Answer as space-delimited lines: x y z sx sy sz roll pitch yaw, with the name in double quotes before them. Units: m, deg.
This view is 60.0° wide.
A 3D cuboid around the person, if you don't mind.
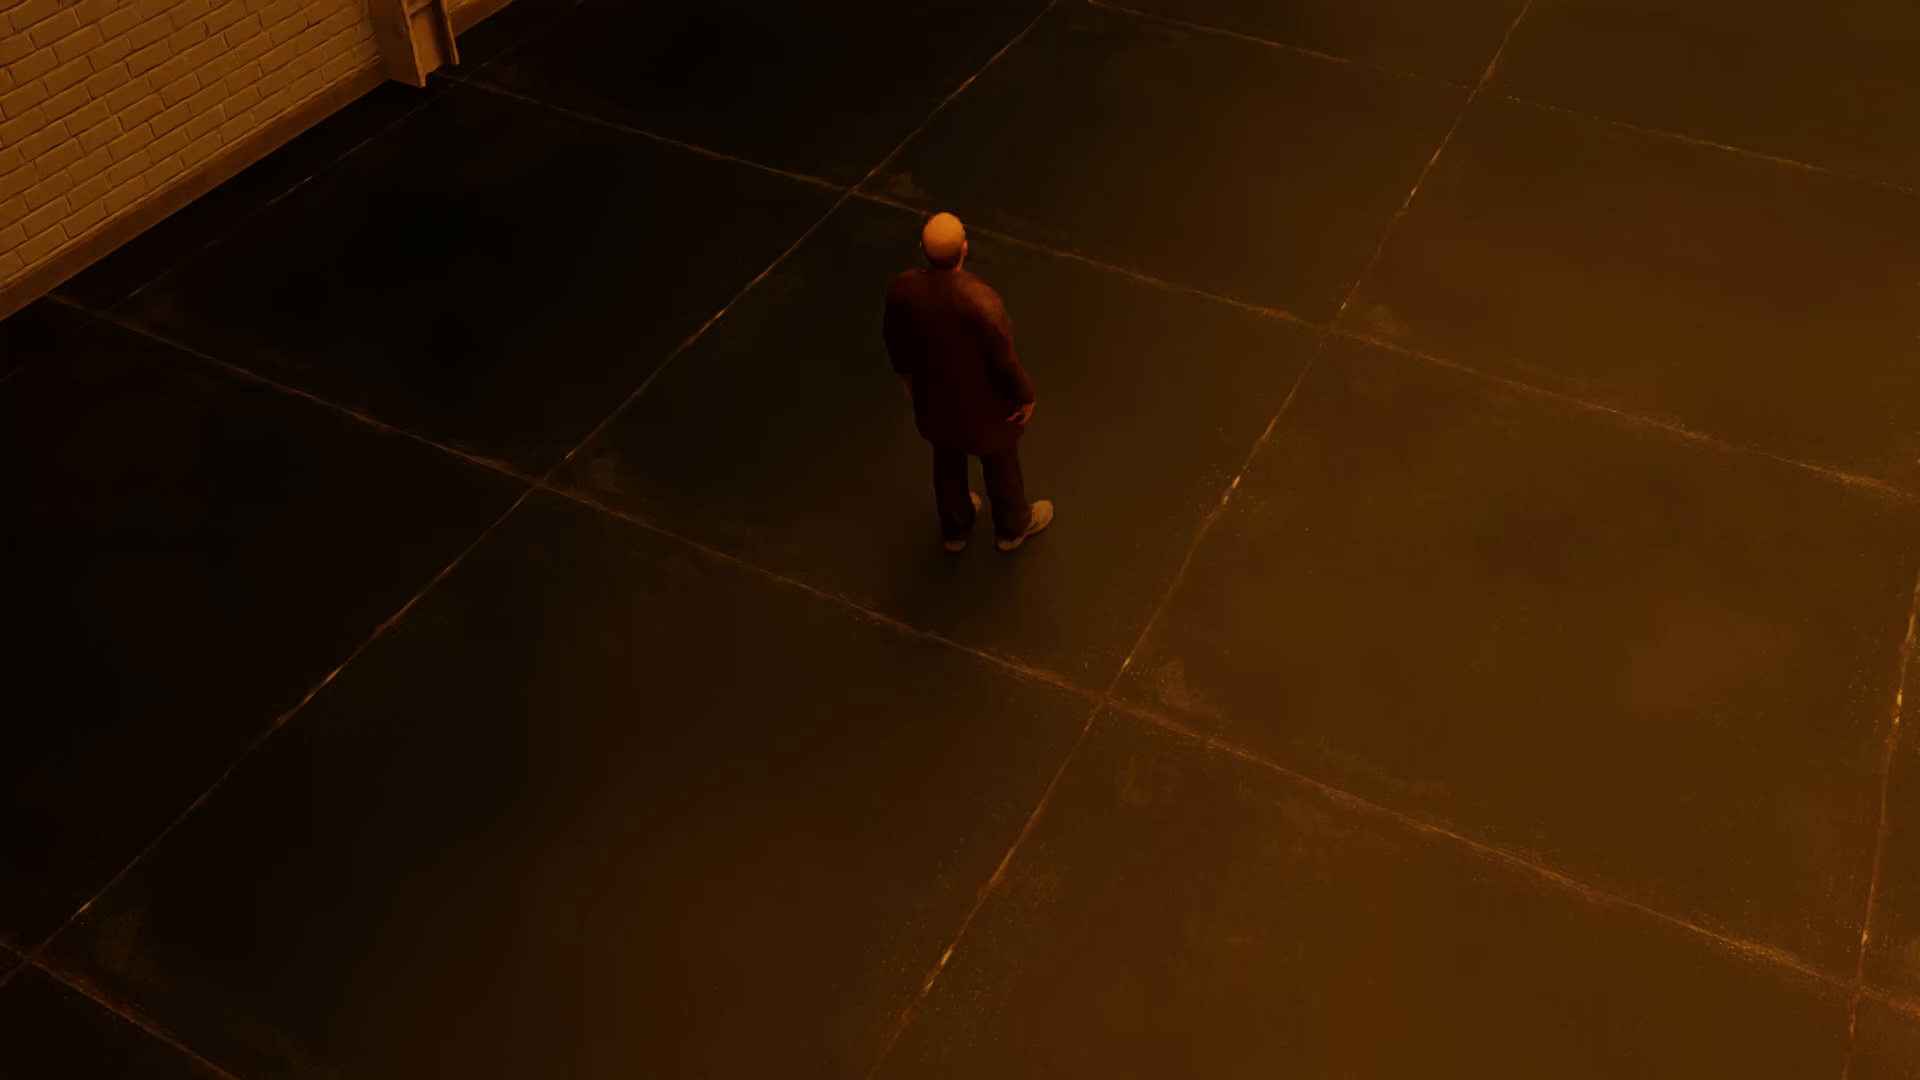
"person" 0.047 -0.706 7.234 0.694 1.776 0.580 20 47 20
